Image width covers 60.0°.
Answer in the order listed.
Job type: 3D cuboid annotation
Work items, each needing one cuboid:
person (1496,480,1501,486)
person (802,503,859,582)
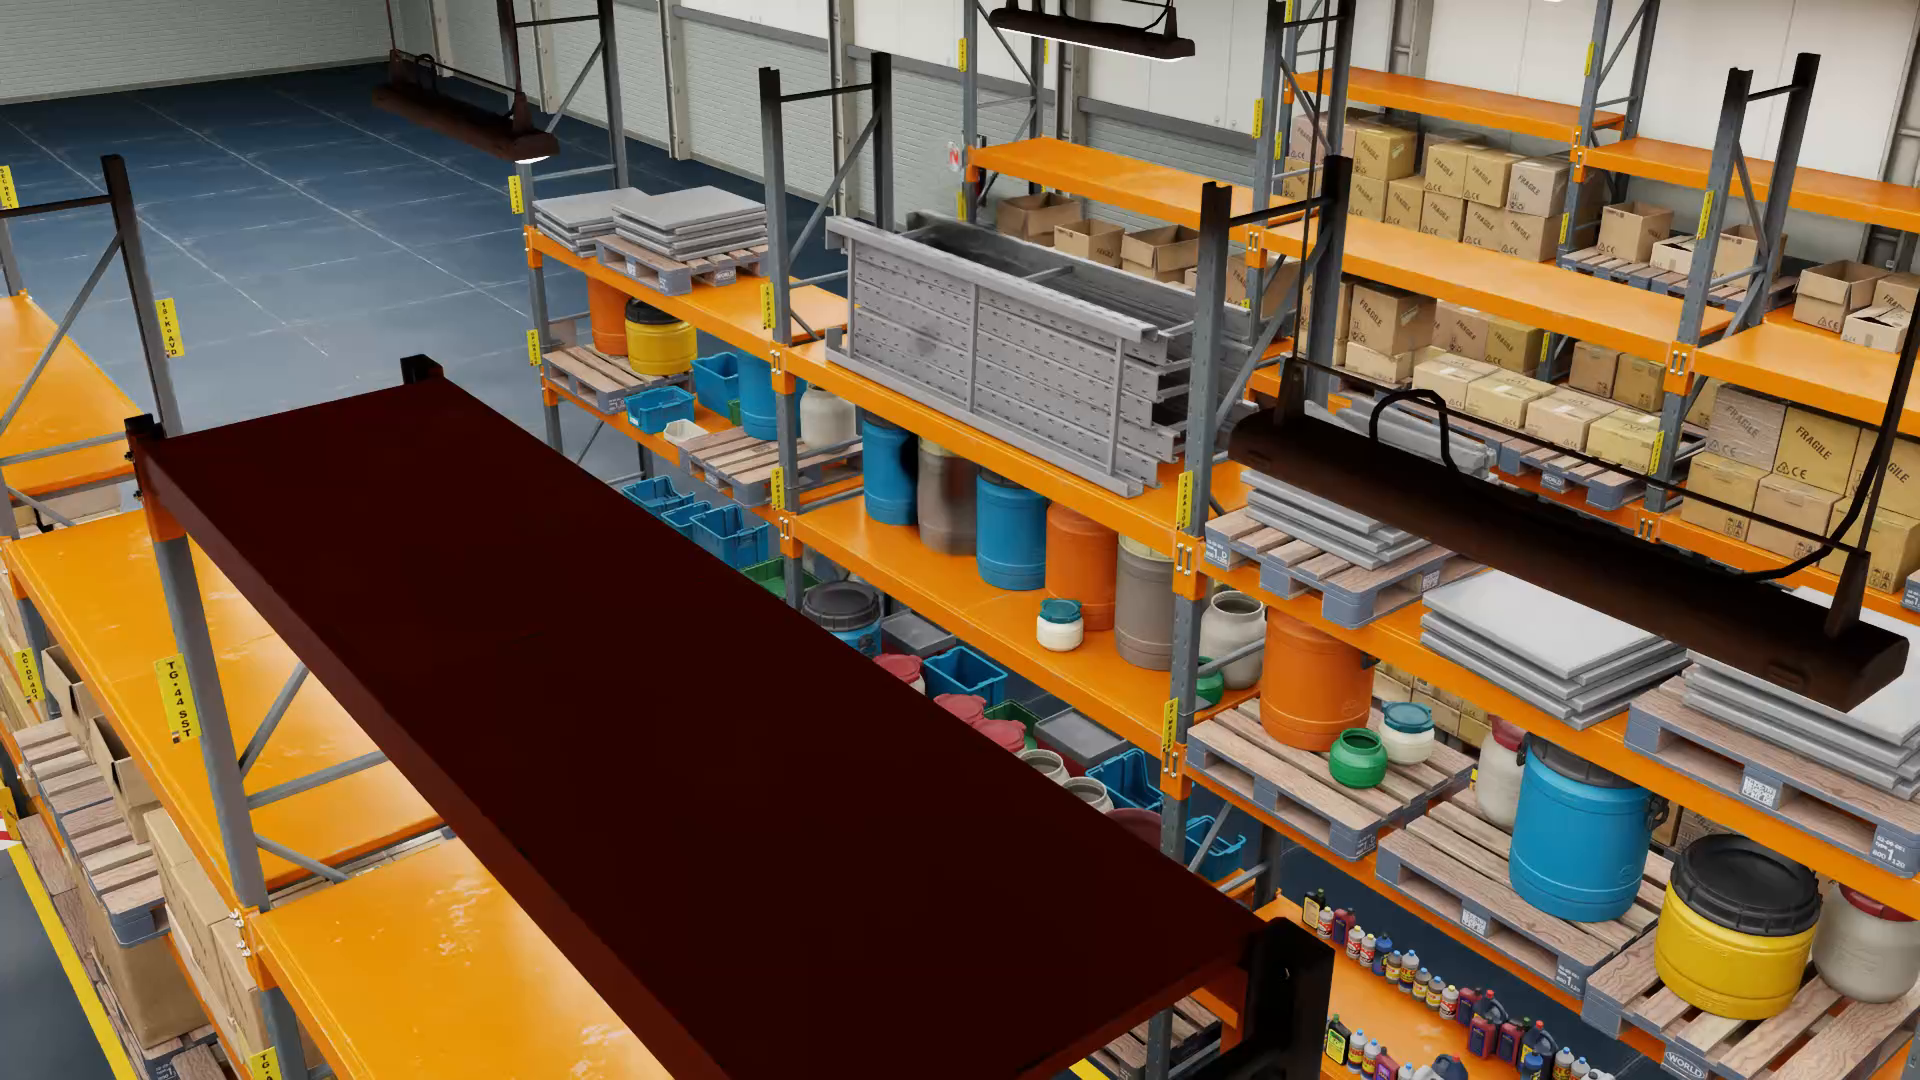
[{"bbox_3d":[5.101,-0.302,16.967,0.555,1.679,0.632,-20,32,-36],"label":"person"},{"bbox_3d":[-1.329,-0.100,16.552,0.874,1.705,0.532,10,28,21],"label":"person"}]
